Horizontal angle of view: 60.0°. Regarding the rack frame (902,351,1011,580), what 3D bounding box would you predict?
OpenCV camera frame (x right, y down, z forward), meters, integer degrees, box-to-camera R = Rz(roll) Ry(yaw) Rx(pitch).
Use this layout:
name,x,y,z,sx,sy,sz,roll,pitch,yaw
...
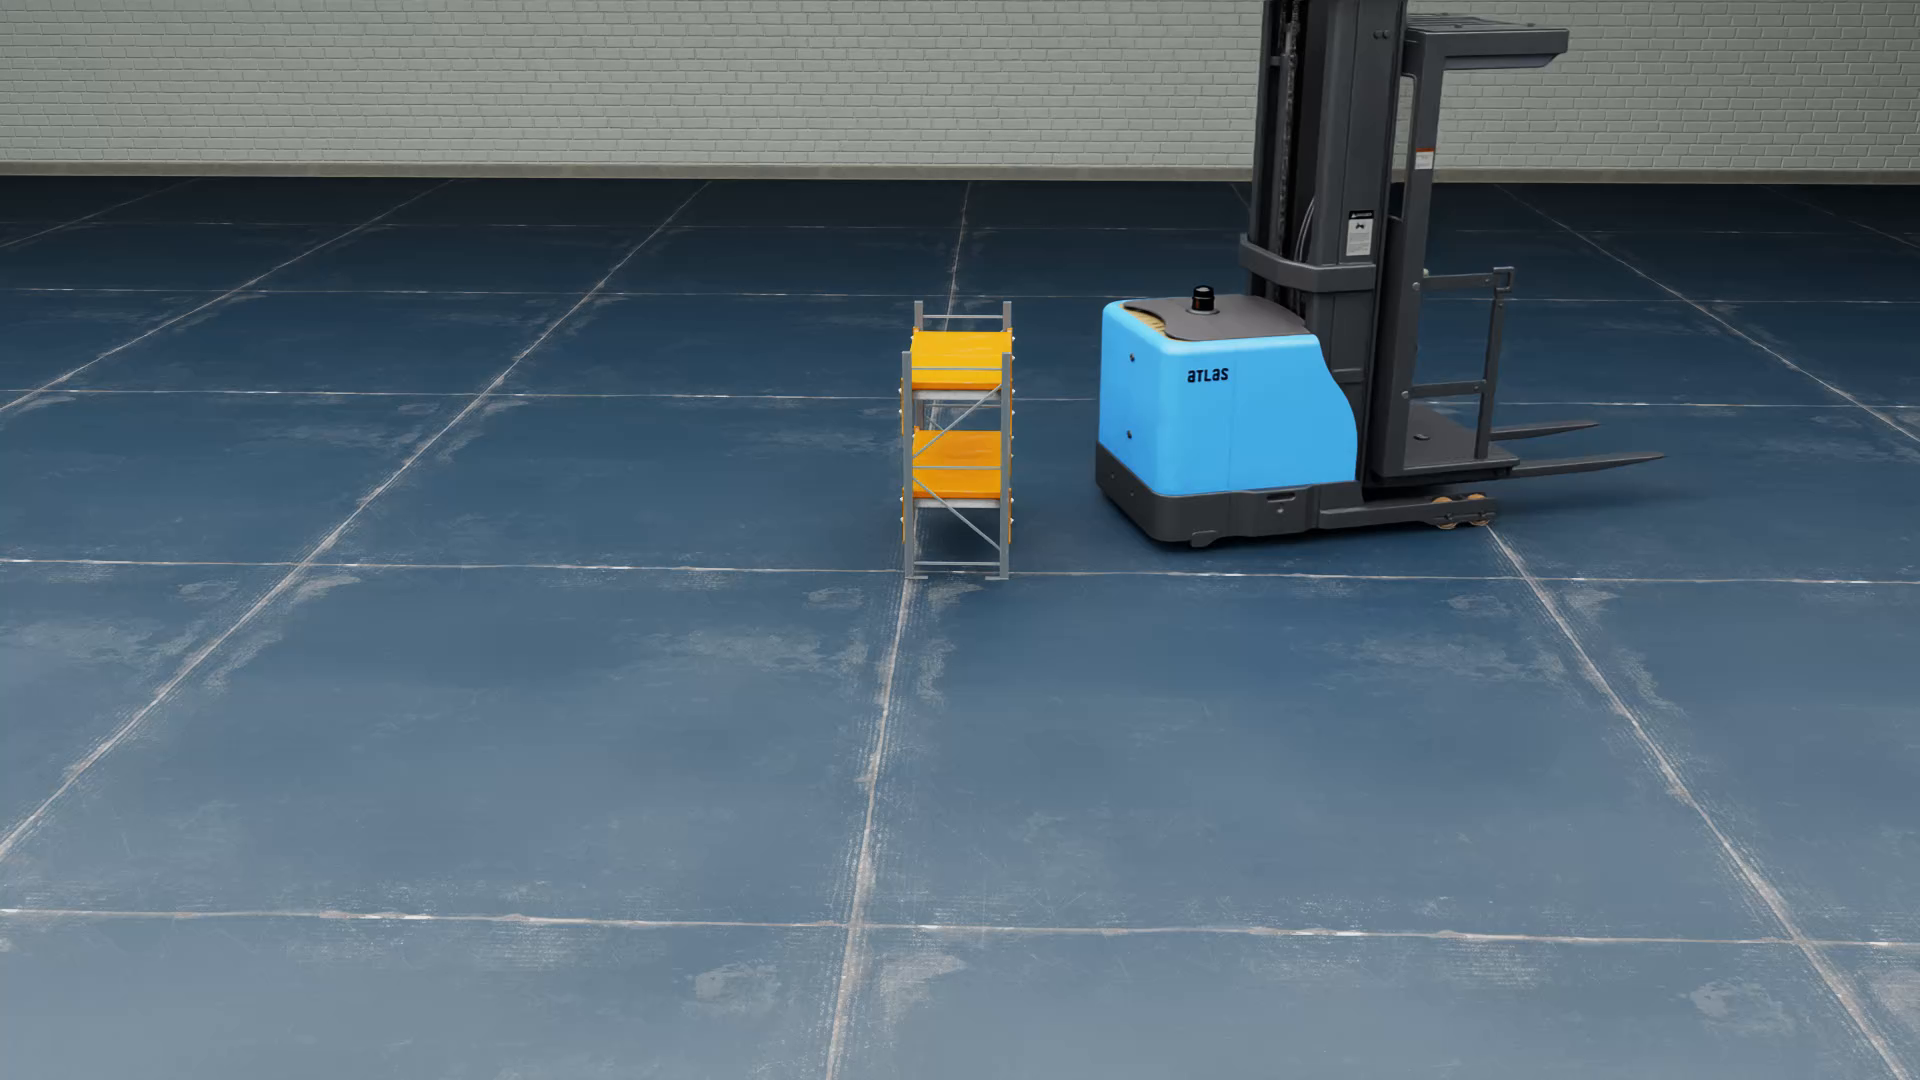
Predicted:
name,x,y,z,sx,sy,sz,roll,pitch,yaw
rack frame,-0.016,-0.338,7.845,0.500,1.125,0.032,1,21,2

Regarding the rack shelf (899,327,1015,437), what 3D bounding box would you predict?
name,x,y,z,sx,sy,sz,roll,pitch,yaw
rack shelf,0.000,-0.795,8.213,0.538,0.278,1.000,1,21,2

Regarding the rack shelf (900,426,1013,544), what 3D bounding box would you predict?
name,x,y,z,sx,sy,sz,roll,pitch,yaw
rack shelf,0.000,-0.294,8.408,0.538,0.278,1.000,1,21,2

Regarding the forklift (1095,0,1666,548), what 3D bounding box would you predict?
name,x,y,z,sx,sy,sz,roll,pitch,yaw
forklift,2.317,-1.600,8.601,3.031,2.935,1.130,-5,22,-13

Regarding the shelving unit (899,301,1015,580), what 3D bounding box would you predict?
name,x,y,z,sx,sy,sz,roll,pitch,yaw
shelving unit,0.000,-0.522,8.319,0.538,1.125,1.048,1,21,2

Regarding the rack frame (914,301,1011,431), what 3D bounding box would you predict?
name,x,y,z,sx,sy,sz,roll,pitch,yaw
rack frame,0.015,-0.706,8.793,0.500,1.125,0.032,1,21,2
